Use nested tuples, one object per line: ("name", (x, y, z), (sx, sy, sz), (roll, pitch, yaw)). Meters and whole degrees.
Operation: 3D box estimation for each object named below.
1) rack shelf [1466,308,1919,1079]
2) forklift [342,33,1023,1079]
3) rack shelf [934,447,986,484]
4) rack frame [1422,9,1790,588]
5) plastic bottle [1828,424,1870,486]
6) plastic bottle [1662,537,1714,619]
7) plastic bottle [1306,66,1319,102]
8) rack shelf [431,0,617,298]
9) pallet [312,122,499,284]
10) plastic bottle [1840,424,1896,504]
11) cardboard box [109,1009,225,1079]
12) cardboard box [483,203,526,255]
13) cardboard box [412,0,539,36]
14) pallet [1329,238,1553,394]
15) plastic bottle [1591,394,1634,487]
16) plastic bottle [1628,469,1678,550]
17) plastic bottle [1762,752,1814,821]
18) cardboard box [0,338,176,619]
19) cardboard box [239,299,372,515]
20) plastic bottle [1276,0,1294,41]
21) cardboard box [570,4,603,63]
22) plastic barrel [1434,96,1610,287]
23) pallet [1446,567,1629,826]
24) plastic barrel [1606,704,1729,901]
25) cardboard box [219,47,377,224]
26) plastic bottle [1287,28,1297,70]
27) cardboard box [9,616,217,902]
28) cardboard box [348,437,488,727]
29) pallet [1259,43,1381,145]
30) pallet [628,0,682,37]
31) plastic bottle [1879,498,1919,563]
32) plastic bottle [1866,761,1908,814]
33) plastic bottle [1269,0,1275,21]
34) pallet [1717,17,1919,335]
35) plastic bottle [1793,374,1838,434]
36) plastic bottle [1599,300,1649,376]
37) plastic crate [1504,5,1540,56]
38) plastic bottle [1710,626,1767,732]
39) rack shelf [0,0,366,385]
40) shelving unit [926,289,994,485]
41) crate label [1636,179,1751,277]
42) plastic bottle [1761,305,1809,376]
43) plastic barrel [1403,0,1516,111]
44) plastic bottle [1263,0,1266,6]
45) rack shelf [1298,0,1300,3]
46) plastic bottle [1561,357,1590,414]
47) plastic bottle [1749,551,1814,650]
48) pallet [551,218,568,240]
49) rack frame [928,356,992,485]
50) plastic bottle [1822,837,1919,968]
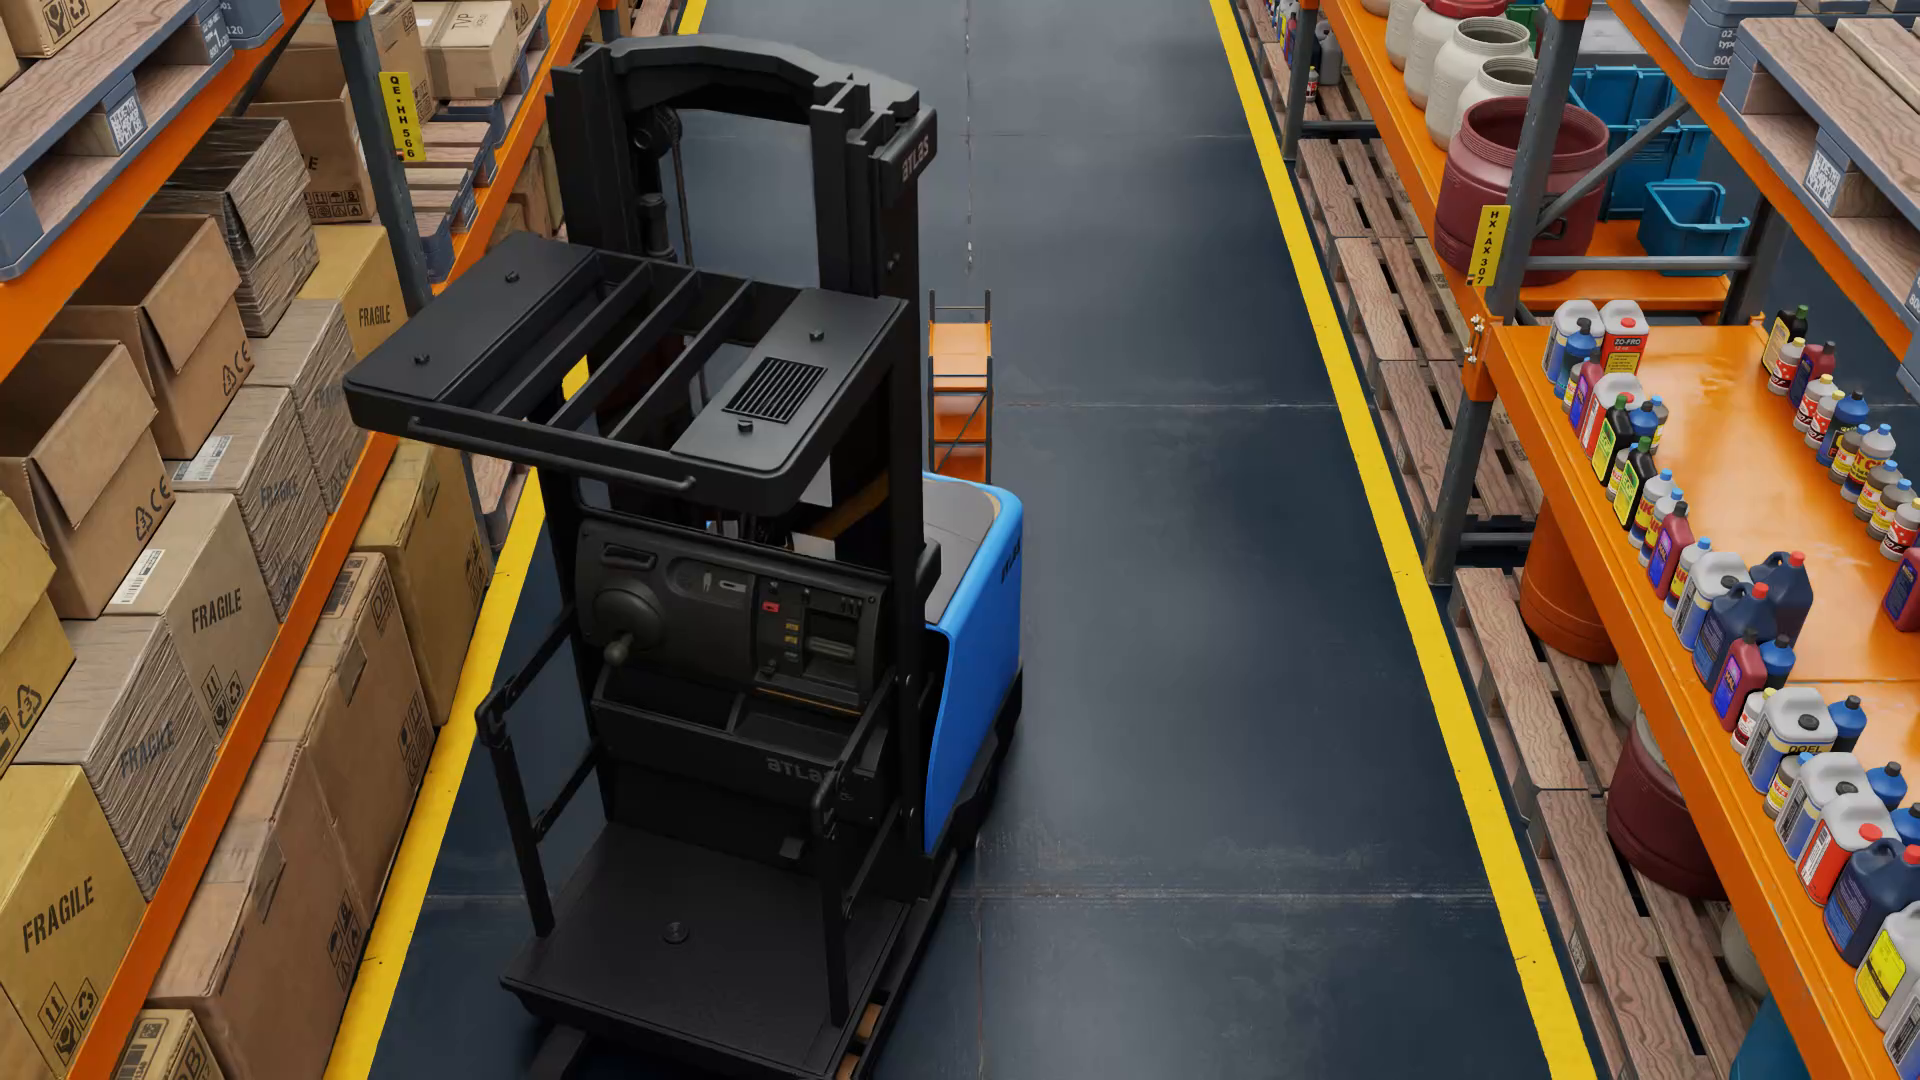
("rack shelf", (2.475, 0.521, 4.776), (1.077, 0.370, 4.000), (0, 39, 0))
("forklift", (-0.732, 0.295, 4.538), (1.130, 2.935, 3.031), (12, 40, 15))
("rack shelf", (0.000, -0.312, 6.788), (0.258, 0.148, 0.480), (0, 39, 0))
("rack frame", (2.473, -1.010, 6.112), (1.000, 3.000, 0.127), (0, 39, 0))
("plastic bottle", (2.882, -0.281, 5.361), (0.097, 0.201, 0.097), (0, 39, 0))
("plastic bottle", (2.124, 0.106, 4.822), (0.097, 0.271, 0.097), (0, 39, 0))
("plastic bottle", (2.156, -2.818, 10.254), (0.097, 0.201, 0.097), (0, 39, 0))
("rack shelf", (-2.482, -1.977, 7.893), (1.077, 0.370, 4.000), (0, 39, 0))
("pallet", (-2.588, -1.377, 6.723), (1.213, 0.211, 1.003), (0, 39, 0))
("plastic bottle", (2.882, -0.247, 5.263), (0.097, 0.271, 0.097), (0, 39, 0))
("cardboard box", (-2.496, 1.760, 4.019), (1.225, 0.875, 0.875), (0, 39, 0))
("cardboard box", (-2.522, -1.323, 8.150), (0.700, 0.500, 0.500), (3, 39, 4))
("cardboard box", (-2.390, -2.628, 7.713), (0.797, 0.503, 0.637), (4, 39, 5))
("pallet", (2.512, -1.168, 8.538), (1.003, 0.211, 1.213), (0, 39, 0))
("plastic bottle", (2.105, -0.321, 5.345), (0.061, 0.283, 0.133), (0, 39, 0))
("plastic bottle", (2.124, -0.100, 5.079), (0.097, 0.271, 0.097), (0, 39, 0))
("plastic bottle", (2.125, 0.622, 4.234), (0.097, 0.201, 0.097), (0, 39, 0))
("cardboard box", (-2.490, -0.153, 4.160), (0.797, 0.503, 0.637), (1, 39, 1))
("cardboard box", (-2.237, -0.425, 5.302), (0.500, 0.500, 0.500), (0, 39, 0))
("plastic bottle", (2.182, -3.447, 10.978), (0.152, 0.276, 0.135), (1, 39, 1))
("cardboard box", (-2.445, -2.947, 10.191), (0.500, 0.500, 0.500), (-1, 39, -1))
("plastic barrel", (2.169, -1.353, 6.431), (0.600, 0.536, 0.708), (0, 39, 0))
("pallet", (2.515, 0.571, 6.369), (1.003, 0.211, 1.213), (0, 39, 0))
("plastic barrel", (2.492, 0.779, 5.472), (0.600, 0.588, 0.708), (0, 39, 0))
("cardboard box", (-2.521, -1.547, 6.366), (0.500, 0.500, 0.500), (-5, 39, -6))
("plastic bottle", (2.179, -3.172, 10.576), (0.144, 0.351, 0.185), (-2, 39, -2))
("cardboard box", (-2.228, 0.541, 4.097), (0.500, 0.500, 0.500), (-1, 39, -1))
("cardboard box", (-2.500, 0.090, 6.102), (1.225, 0.875, 0.875), (-2, 39, -2))
("pallet", (2.509, -2.843, 10.629), (1.003, 0.211, 1.213), (0, 39, 0))
("pallet", (-2.525, -3.605, 11.579), (1.003, 0.211, 1.213), (0, 39, 0))
("plastic bottle", (2.883, -0.037, 5.057), (0.097, 0.201, 0.097), (0, 39, 0))
("plastic bottle", (2.277, 0.655, 4.136), (0.097, 0.271, 0.097), (0, 39, 0))
("plastic bottle", (2.155, -3.620, 11.254), (0.097, 0.201, 0.097), (0, 39, 0))
("pallet", (2.375, -0.805, 3.608), (1.003, 0.211, 1.213), (0, 39, 0))
("plastic bottle", (2.882, -0.464, 5.589), (0.097, 0.201, 0.097), (0, 39, 0))
("plastic bottle", (2.302, -0.691, 5.813), (0.152, 0.276, 0.135), (0, 39, 0))
("plastic crate", (2.752, -2.340, 7.941), (0.450, 0.188, 0.662), (0, 39, 0))
("plastic bottle", (2.106, 0.373, 4.479), (0.061, 0.283, 0.133), (0, 39, 0))
("rack shelf", (-2.478, -0.646, 3.834), (1.077, 0.370, 4.000), (0, 39, 0))
("shelving unit", (0.000, -0.365, 6.746), (0.258, 1.200, 0.503), (0, 39, 0))
("crate label", (2.847, -1.209, 6.493), (0.303, 0.233, 0.416), (0, 39, 0))
("plastic bottle", (2.900, -0.712, 5.833), (0.061, 0.283, 0.133), (0, 39, 0))
("plastic barrel", (2.251, -2.237, 7.534), (0.433, 0.535, 0.433), (0, 39, 0))
("plastic bottle", (2.136, -3.849, 11.475), (0.061, 0.283, 0.133), (1, 39, 1))
("rack shelf", (2.466, -4.482, 11.019), (1.077, 0.370, 4.000), (0, 39, 0))
("plastic bottle", (2.123, -0.528, 5.670), (0.097, 0.201, 0.097), (0, 39, 0))
("plastic bottle", (2.300, 0.163, 4.688), (0.144, 0.351, 0.185), (0, 39, 0))
("pallet", (-2.482, -1.933, 9.493), (1.003, 0.211, 1.213), (0, 39, 0))
("rack frame", (0.000, -0.212, 6.555), (0.240, 1.200, 0.015), (0, 39, 0))
("plastic bottle", (2.149, 0.820, 3.867), (0.144, 0.351, 0.185), (0, 39, 0))
